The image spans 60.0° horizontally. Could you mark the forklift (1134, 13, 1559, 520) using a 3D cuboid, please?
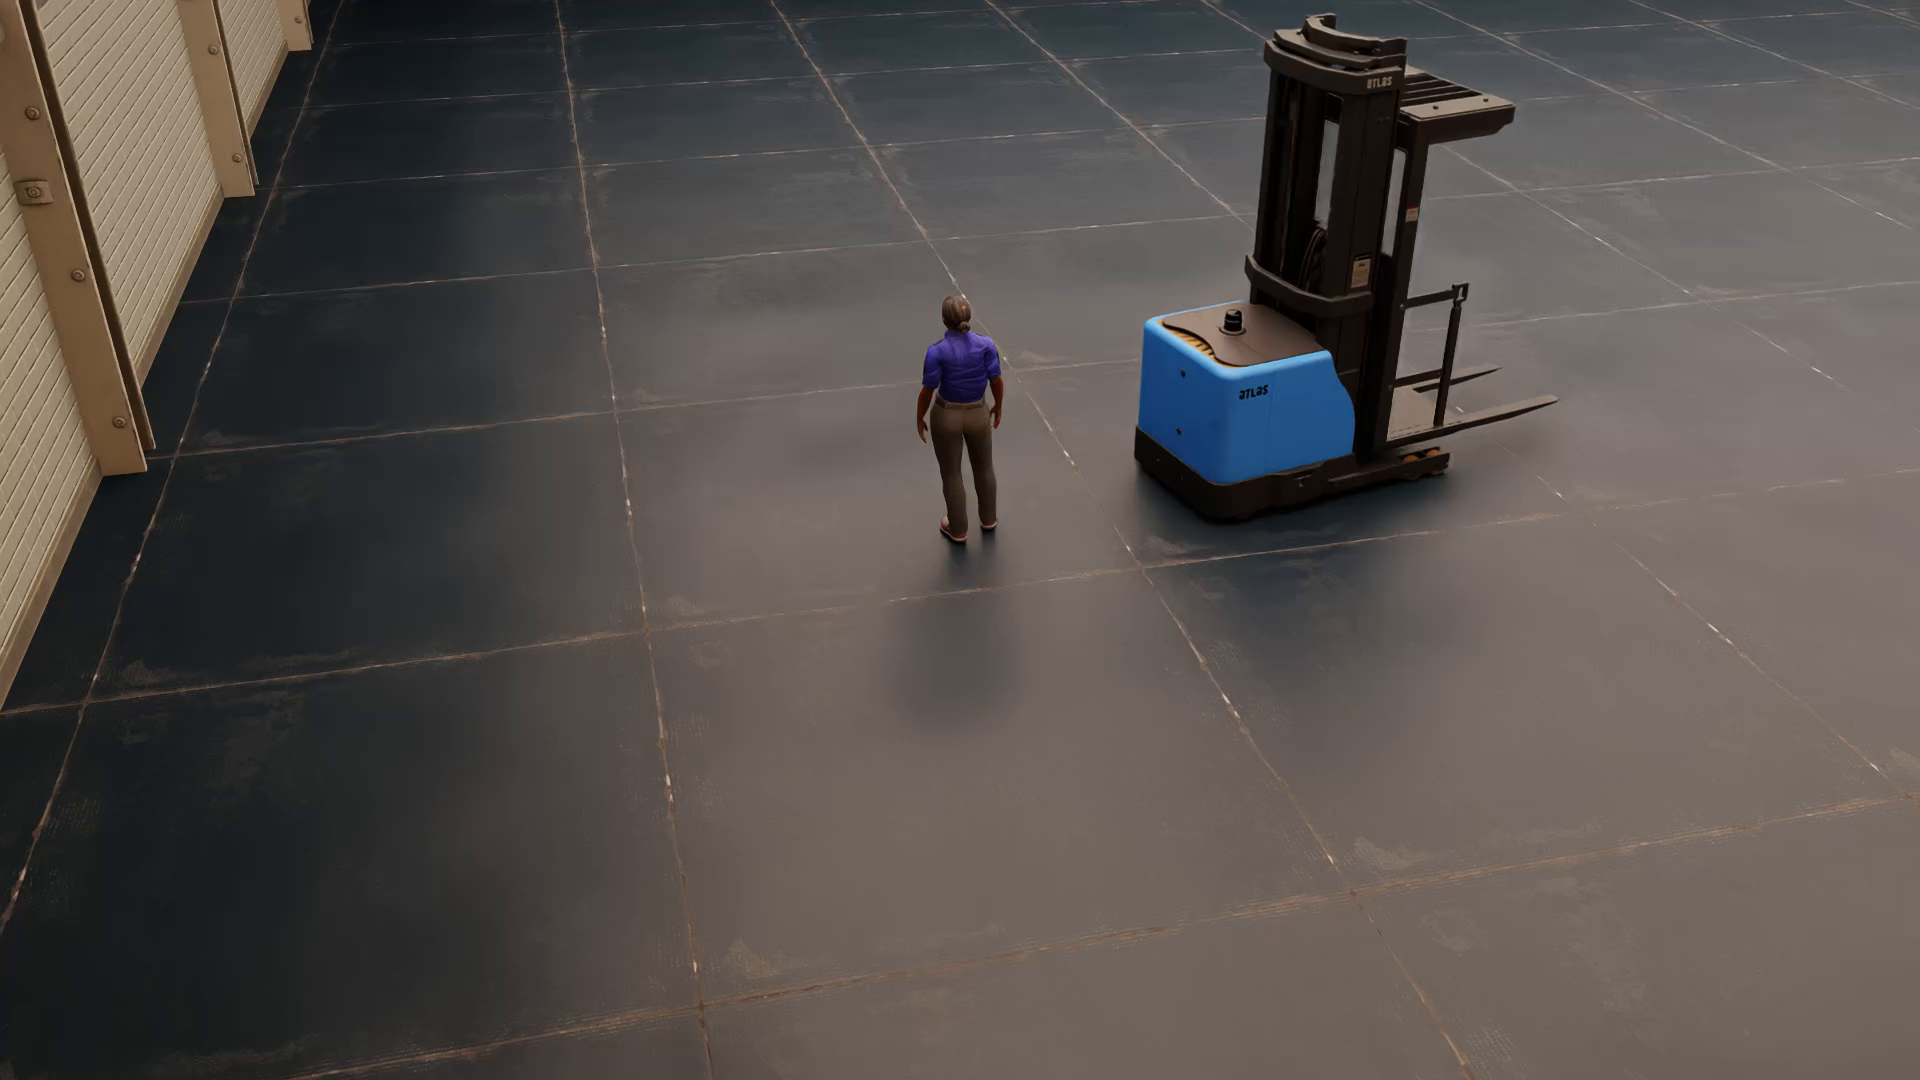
[{"bbox_3d":[2.742,-1.893,10.845,3.031,2.935,1.130,-14,33,-22],"label":"forklift"}]

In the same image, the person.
[{"bbox_3d":[-0.001,-0.728,10.182,0.569,1.563,0.504,-7,31,-12],"label":"person"}]
